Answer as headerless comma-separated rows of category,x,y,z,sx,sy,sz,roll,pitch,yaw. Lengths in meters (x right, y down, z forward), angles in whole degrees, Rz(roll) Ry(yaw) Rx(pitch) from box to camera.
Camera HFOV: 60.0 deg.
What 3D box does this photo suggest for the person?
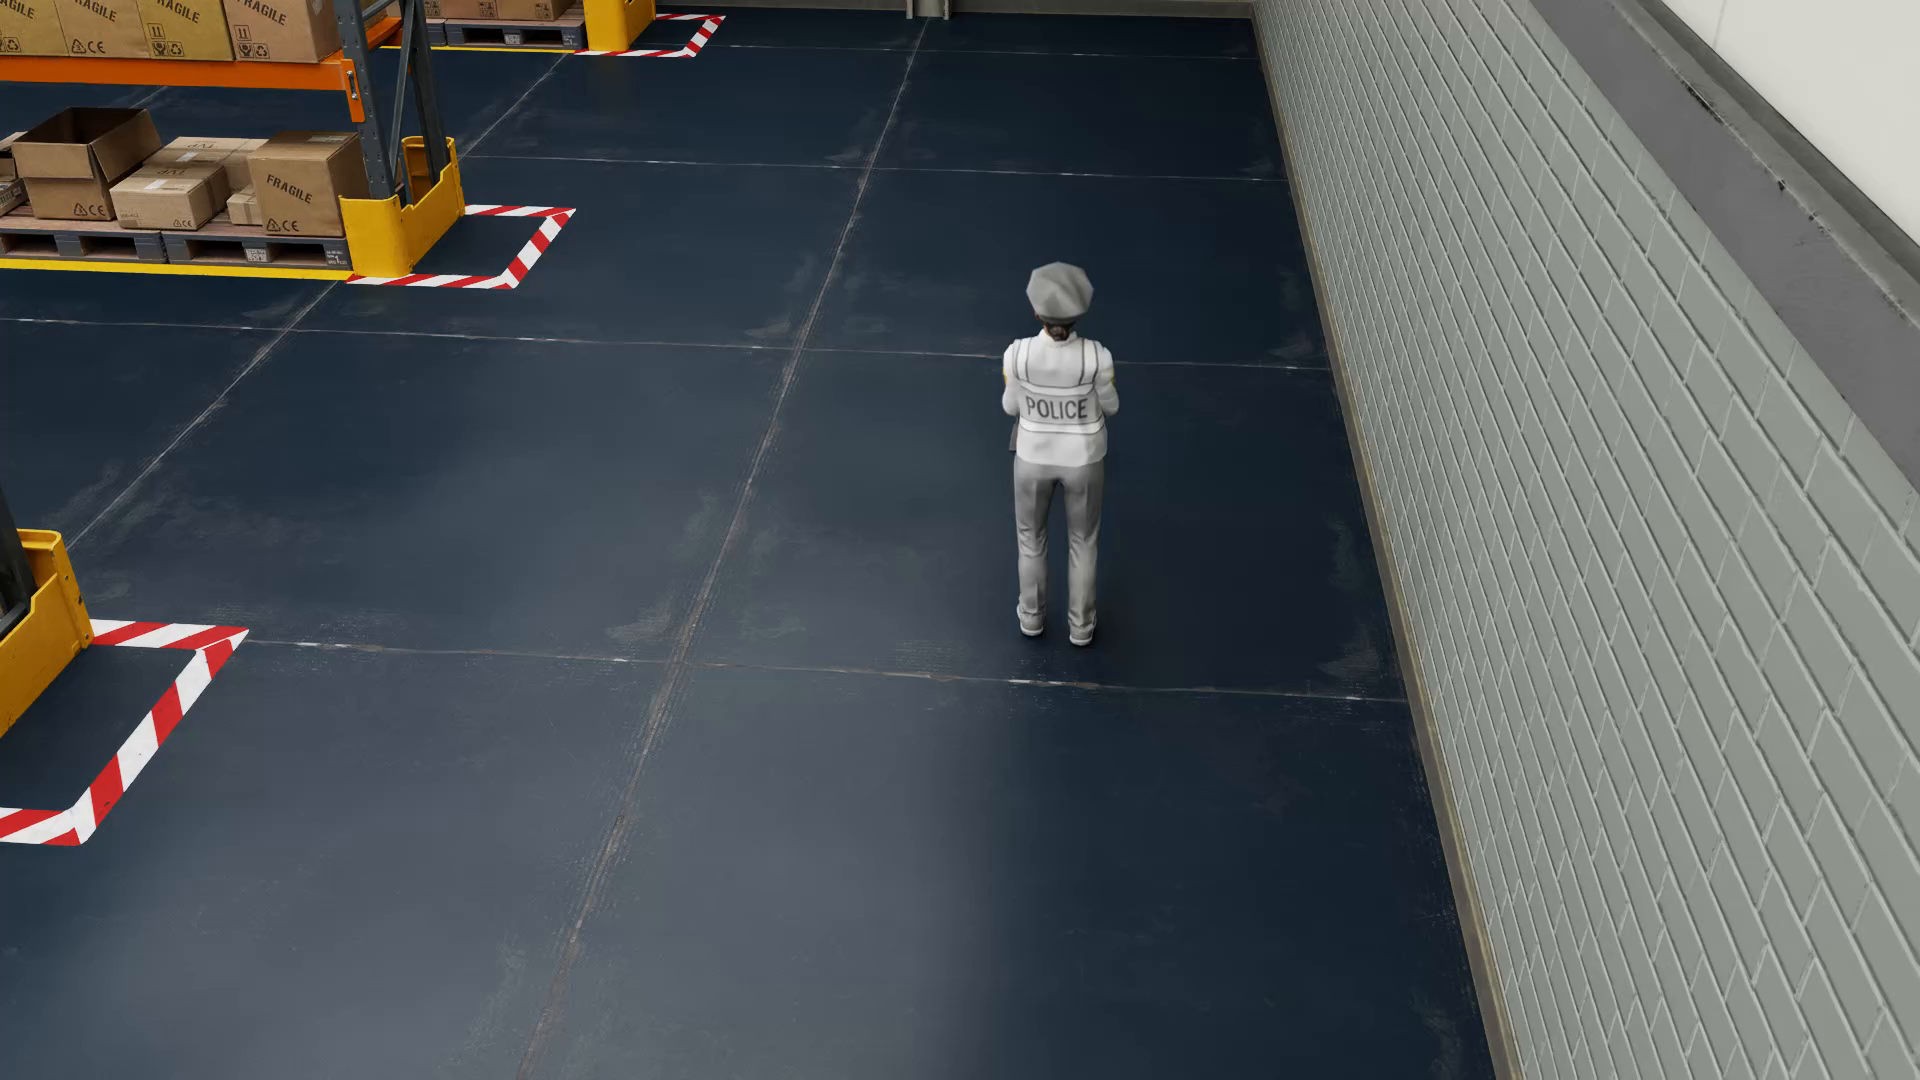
person,0.396,-0.356,6.679,0.460,1.686,0.564,3,32,4
